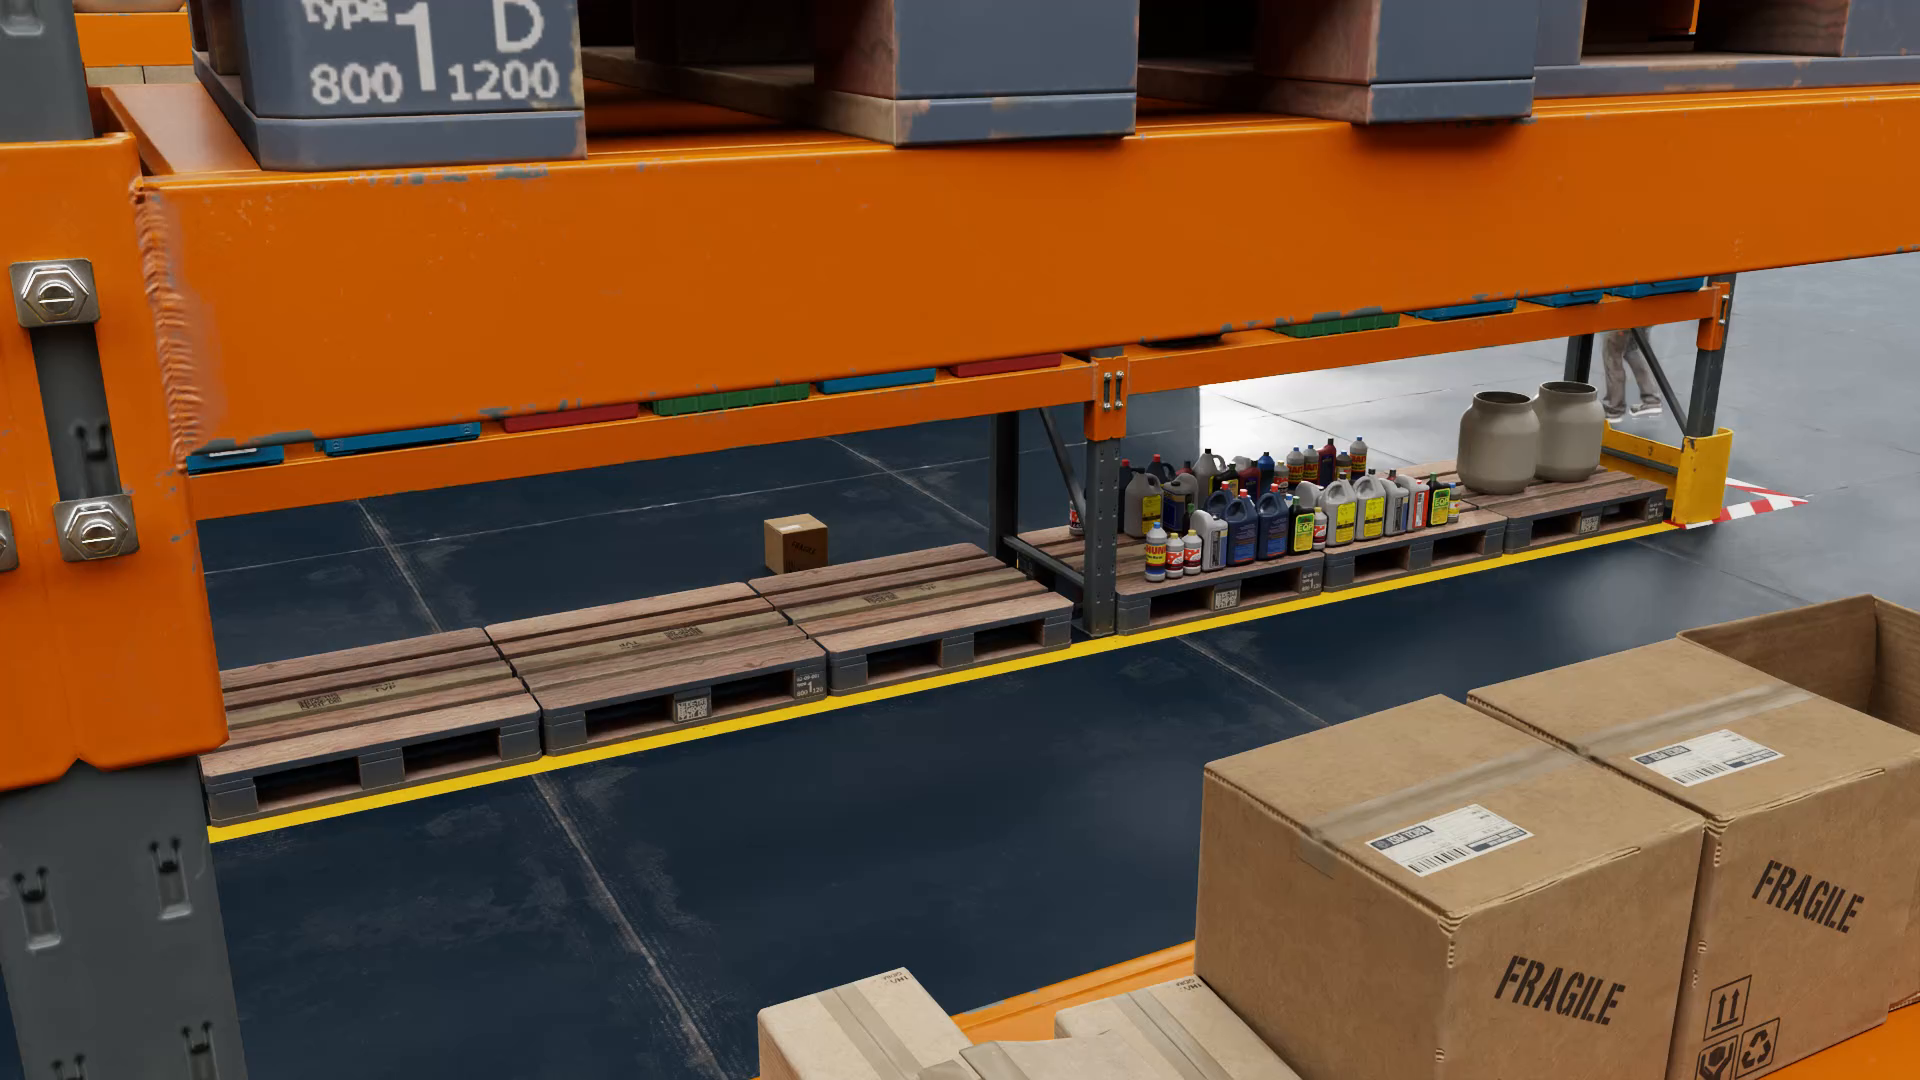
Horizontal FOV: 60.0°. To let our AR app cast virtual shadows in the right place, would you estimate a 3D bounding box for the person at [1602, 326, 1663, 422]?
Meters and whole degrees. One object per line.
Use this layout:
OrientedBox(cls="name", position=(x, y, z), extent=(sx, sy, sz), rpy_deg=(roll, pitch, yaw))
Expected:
OrientedBox(cls="person", position=(4.421, -1.517, 11.041), extent=(0.464, 1.594, 0.530), rpy_deg=(-12, 22, -32))
